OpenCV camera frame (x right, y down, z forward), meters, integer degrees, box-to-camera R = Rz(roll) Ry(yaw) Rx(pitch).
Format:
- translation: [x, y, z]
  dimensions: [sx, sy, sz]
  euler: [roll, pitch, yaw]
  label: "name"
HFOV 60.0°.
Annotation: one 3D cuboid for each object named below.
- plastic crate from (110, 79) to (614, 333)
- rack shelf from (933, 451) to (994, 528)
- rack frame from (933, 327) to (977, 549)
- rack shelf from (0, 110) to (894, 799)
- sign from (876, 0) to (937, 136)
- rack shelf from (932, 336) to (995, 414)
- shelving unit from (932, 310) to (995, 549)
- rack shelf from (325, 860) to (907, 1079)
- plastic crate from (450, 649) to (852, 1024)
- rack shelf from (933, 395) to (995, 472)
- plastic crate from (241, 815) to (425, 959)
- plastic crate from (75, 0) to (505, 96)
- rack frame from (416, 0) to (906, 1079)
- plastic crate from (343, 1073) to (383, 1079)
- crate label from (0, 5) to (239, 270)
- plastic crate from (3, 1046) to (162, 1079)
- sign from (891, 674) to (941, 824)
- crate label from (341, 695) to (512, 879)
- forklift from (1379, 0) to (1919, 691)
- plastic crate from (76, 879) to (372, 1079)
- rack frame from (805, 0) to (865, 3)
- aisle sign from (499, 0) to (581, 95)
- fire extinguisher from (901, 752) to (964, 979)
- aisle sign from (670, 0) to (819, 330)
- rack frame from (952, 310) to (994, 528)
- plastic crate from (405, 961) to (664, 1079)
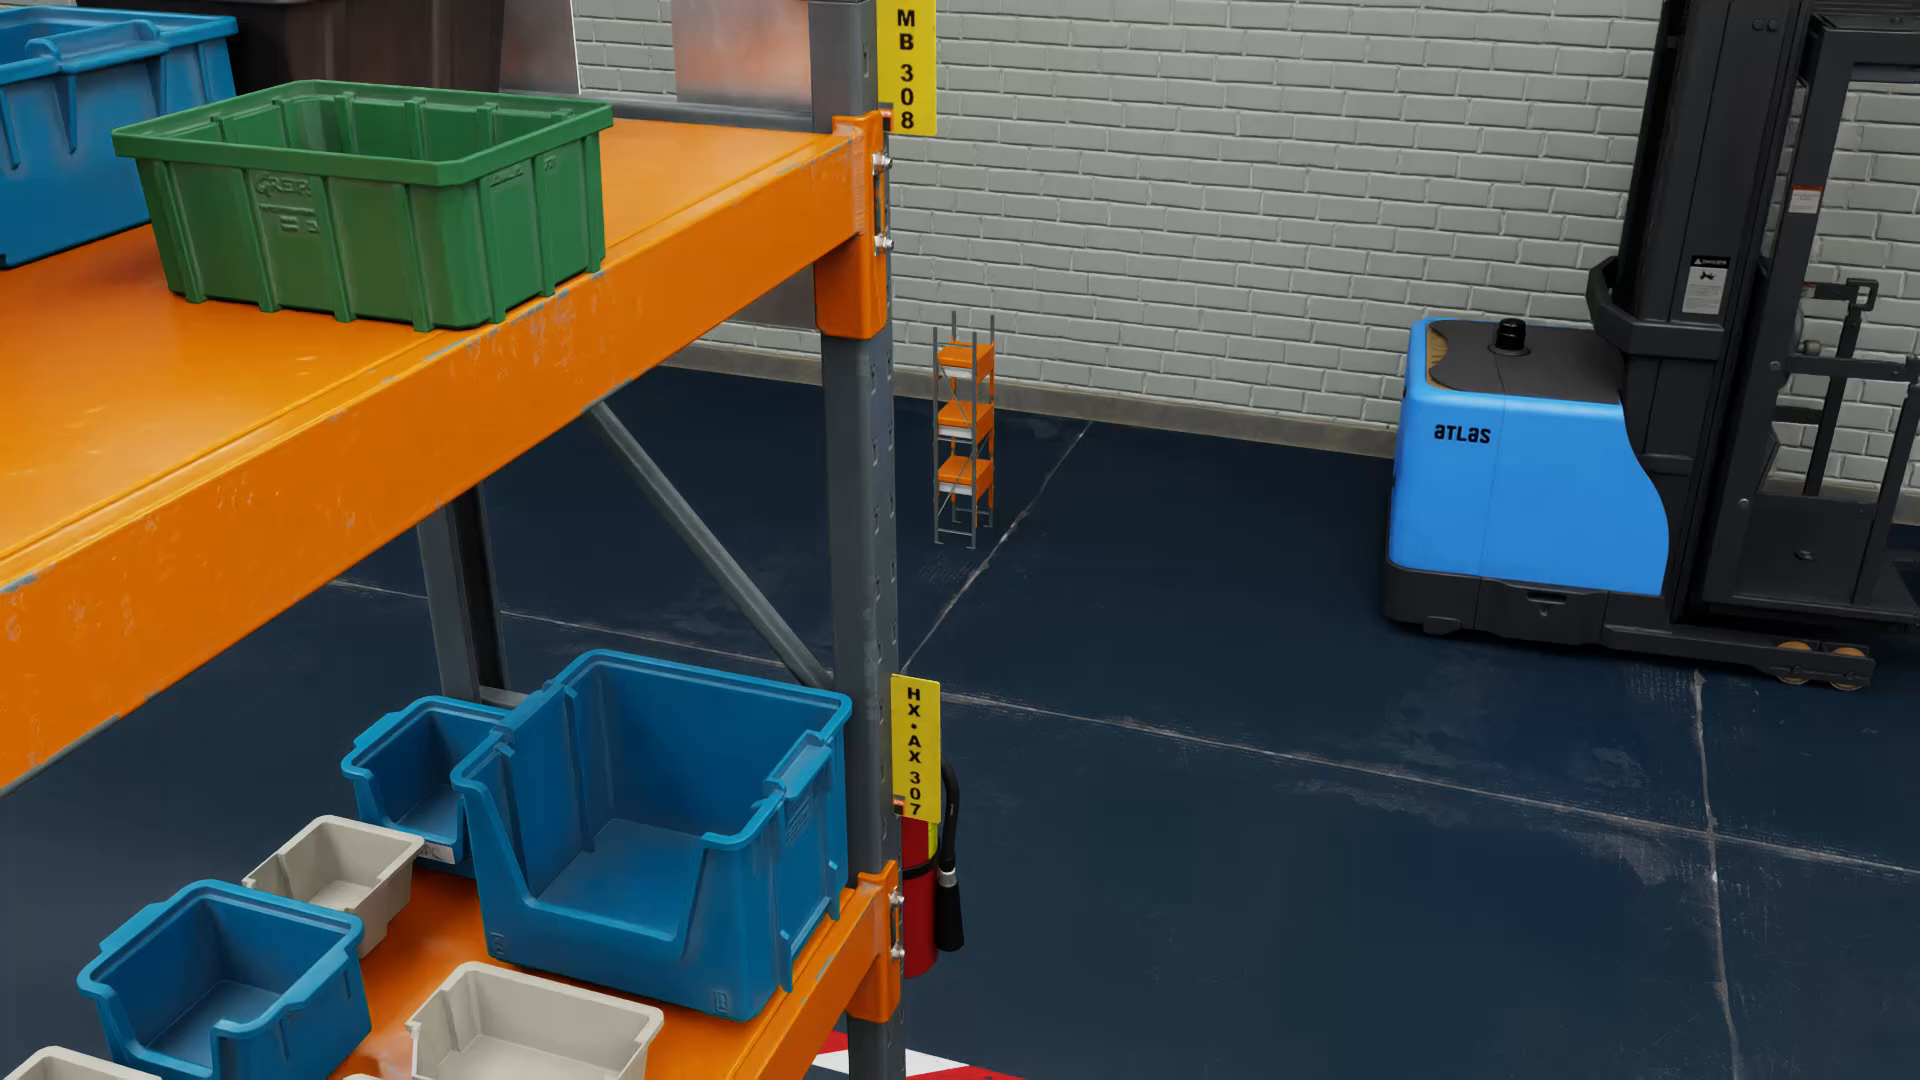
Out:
- translation: [-0.669, -0.395, 1.925]
  dimensions: [0.450, 0.188, 0.336]
  euler: [9, 27, 17]
  label: "plastic crate"
- translation: [0.018, -0.235, 7.692]
  dimensions: [0.215, 0.259, 0.240]
  euler: [9, 27, 17]
  label: "rack shelf"
- translation: [-0.023, -0.444, 7.463]
  dimensions: [0.200, 1.050, 0.008]
  euler: [9, 27, 17]
  label: "rack frame"
- translation: [-1.276, 0.209, 1.261]
  dimensions: [1.077, 0.370, 4.000]
  euler: [9, 27, 17]
  label: "rack shelf"
- translation: [-0.086, -0.817, 2.673]
  dimensions: [0.100, 0.325, 0.005]
  euler: [9, 27, 17]
  label: "sign"
- translation: [0.018, -0.740, 7.448]
  dimensions: [0.215, 0.259, 0.240]
  euler: [9, 27, 17]
  label: "rack shelf"
- translation: [0.018, -0.495, 7.567]
  dimensions: [0.215, 1.050, 0.252]
  euler: [9, 27, 17]
  label: "shelving unit"
- translation: [-1.276, 1.559, 1.914]
  dimensions: [1.077, 0.370, 4.000]
  euler: [9, 27, 17]
  label: "rack shelf"
- translation: [-0.546, 0.535, 3.094]
  dimensions: [0.616, 0.435, 0.499]
  euler: [9, 27, 17]
  label: "plastic crate"
- translation: [0.018, -0.485, 7.571]
  dimensions: [0.215, 0.259, 0.240]
  euler: [9, 27, 17]
  label: "rack shelf"
- translation: [-1.188, 0.678, 3.141]
  dimensions: [0.250, 0.136, 0.298]
  euler: [9, 27, 17]
  label: "plastic crate"
- translation: [-1.001, -0.760, 2.586]
  dimensions: [0.497, 0.269, 0.590]
  euler: [9, 27, 17]
  label: "plastic crate"
- translation: [-0.610, 0.413, 3.455]
  dimensions: [1.000, 3.000, 0.127]
  euler: [9, 27, 17]
  label: "rack frame"
- translation: [-0.821, 0.983, 2.511]
  dimensions: [0.396, 0.136, 0.243]
  euler: [9, 27, 17]
  label: "plastic crate"
- translation: [-1.222, -0.538, 2.147]
  dimensions: [0.408, 0.251, 0.502]
  euler: [9, 27, 17]
  label: "crate label"
- translation: [-1.414, 0.957, 2.565]
  dimensions: [0.250, 0.136, 0.298]
  euler: [9, 27, 17]
  label: "plastic crate"
- translation: [-0.086, 0.413, 3.268]
  dimensions: [0.100, 0.325, 0.005]
  euler: [9, 27, 17]
  label: "sign"
- translation: [-1.003, 0.515, 3.367]
  dimensions: [0.416, 0.233, 0.303]
  euler: [9, 27, 17]
  label: "crate label"
- translation: [3.335, -0.985, 6.420]
  dimensions: [3.031, 2.935, 1.130]
  euler: [6, 27, 13]
  label: "forklift"
- translation: [-1.222, 0.786, 2.809]
  dimensions: [0.416, 0.233, 0.300]
  euler: [9, 27, 17]
  label: "plastic crate"
- translation: [-0.610, -2.287, 2.148]
  dimensions: [1.000, 3.000, 0.127]
  euler: [9, 27, 17]
  label: "rack frame"
- translation: [-0.867, -0.830, 3.038]
  dimensions: [0.394, 0.787, 0.004]
  euler: [9, 27, 17]
  label: "aisle sign"
- translation: [-0.132, 0.620, 3.545]
  dimensions: [0.296, 0.674, 0.183]
  euler: [9, 27, 17]
  label: "fire extinguisher"
- translation: [-0.310, -0.744, 2.862]
  dimensions: [0.394, 0.787, 0.004]
  euler: [9, 27, 17]
  label: "aisle sign"
- translation: [0.058, -0.545, 7.670]
  dimensions: [0.200, 1.050, 0.008]
  euler: [9, 27, 17]
  label: "rack frame"
- translation: [-0.711, 0.866, 2.753]
  dimensions: [0.396, 0.136, 0.243]
  euler: [9, 27, 17]
  label: "plastic crate"
